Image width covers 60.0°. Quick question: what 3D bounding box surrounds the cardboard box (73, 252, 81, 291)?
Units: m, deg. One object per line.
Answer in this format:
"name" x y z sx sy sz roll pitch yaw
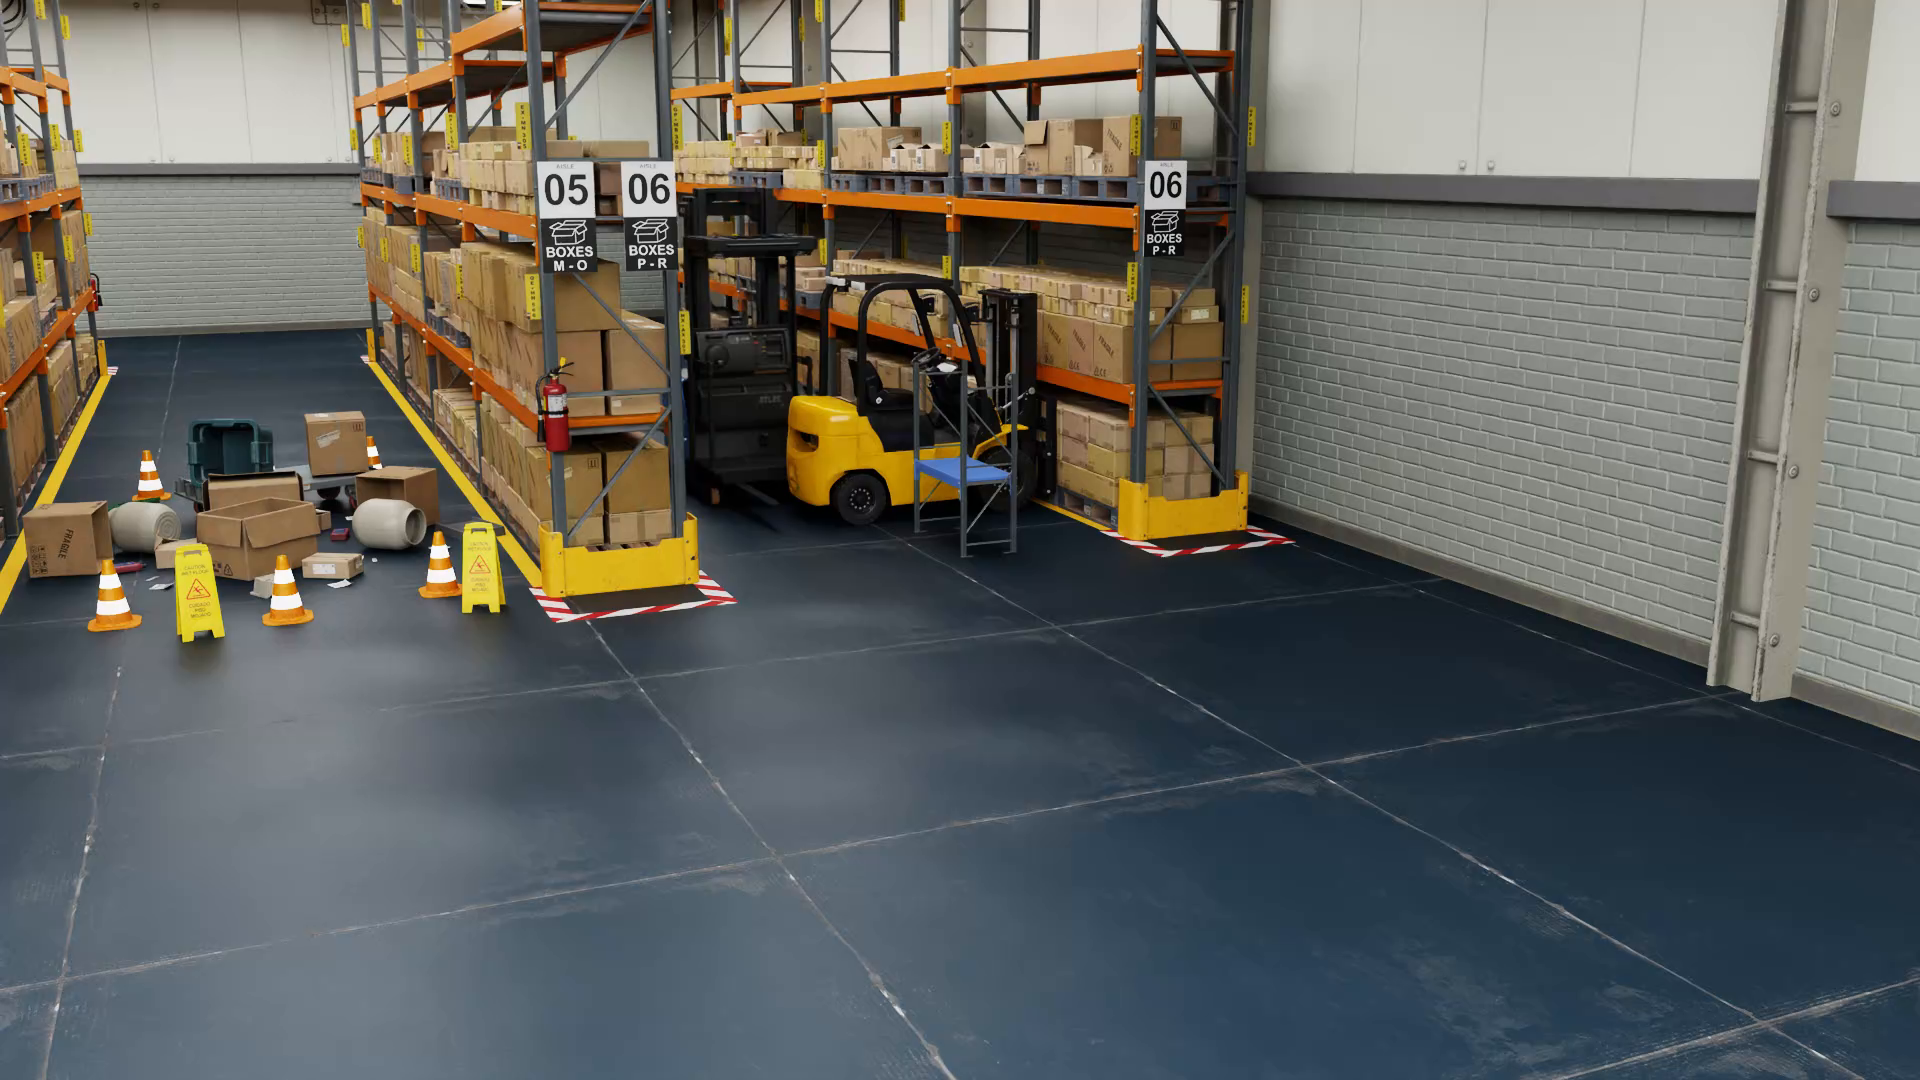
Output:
"cardboard box" -12.229 -3.634 22.539 0.500 0.500 0.500 -6 14 -24

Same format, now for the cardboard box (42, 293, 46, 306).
"cardboard box" -10.916 -2.801 19.444 0.380 0.149 0.250 -6 14 -25

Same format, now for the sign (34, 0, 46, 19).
"sign" -11.382 -6.613 20.562 0.100 0.325 0.005 -6 14 -23

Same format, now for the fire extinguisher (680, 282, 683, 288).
"fire extinguisher" -4.931 -4.619 28.675 0.296 0.674 0.183 -6 14 -23

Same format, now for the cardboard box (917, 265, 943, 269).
"cardboard box" -0.296 -3.198 19.873 0.380 0.149 0.250 -5 14 -21

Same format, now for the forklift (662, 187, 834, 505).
"forklift" -2.007 -1.868 15.941 1.130 2.935 3.031 -6 14 -24

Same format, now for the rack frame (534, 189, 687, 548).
"rack frame" -2.586 -1.095 12.450 1.000 3.000 0.127 -6 14 -23

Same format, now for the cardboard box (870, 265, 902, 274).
"cardboard box" -0.860 -3.204 19.900 0.380 0.149 0.250 -5 14 -22

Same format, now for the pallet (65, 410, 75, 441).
"pallet" -11.082 -1.335 19.670 1.003 0.211 1.213 -6 14 -23

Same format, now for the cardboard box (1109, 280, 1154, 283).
"cardboard box" 1.615 -2.358 15.585 0.380 0.149 0.250 -5 14 -21

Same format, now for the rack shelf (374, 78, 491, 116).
"rack shelf" -6.592 -5.539 20.827 1.077 0.370 4.000 -6 14 -23

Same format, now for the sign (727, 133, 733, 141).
"sign" -3.932 -6.789 28.434 0.100 0.325 0.005 -6 14 -23

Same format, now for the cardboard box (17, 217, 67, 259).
"cardboard box" -11.846 -3.903 21.481 0.500 0.500 0.500 -5 14 -22

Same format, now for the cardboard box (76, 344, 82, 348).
"cardboard box" -12.439 -2.627 23.141 0.380 0.149 0.250 -6 14 -23

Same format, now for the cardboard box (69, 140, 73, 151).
"cardboard box" -13.088 -5.717 24.106 0.380 0.149 0.250 -6 14 -23

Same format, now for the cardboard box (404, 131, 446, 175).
"cardboard box" -6.080 -4.529 19.472 0.797 0.503 0.637 -7 15 -26

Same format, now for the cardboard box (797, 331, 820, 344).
"cardboard box" -2.041 -2.801 22.995 0.380 0.149 0.250 -6 14 -24

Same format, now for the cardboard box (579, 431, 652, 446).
"cardboard box" -2.879 -0.630 13.942 0.500 0.500 0.500 -6 14 -25

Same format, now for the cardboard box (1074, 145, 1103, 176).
"cardboard box" 1.249 -3.390 14.857 0.396 0.266 0.258 -6 14 -23

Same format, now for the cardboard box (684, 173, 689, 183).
"cardboard box" -4.312 -5.935 27.266 0.380 0.149 0.250 -5 14 -22

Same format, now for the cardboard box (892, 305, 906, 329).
"cardboard box" -0.461 -2.587 19.228 0.500 0.250 0.500 -6 14 -23

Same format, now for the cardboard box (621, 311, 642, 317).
"cardboard box" -2.937 -1.624 13.852 0.500 0.500 0.500 -6 14 -24

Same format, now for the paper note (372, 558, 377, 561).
"paper note" -4.806 0.162 13.649 0.032 0.001 0.123 -6 14 -23

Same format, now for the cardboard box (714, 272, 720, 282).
"cardboard box" -3.664 -4.155 26.226 0.380 0.149 0.250 -6 14 -24

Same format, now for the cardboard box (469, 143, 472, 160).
"cardboard box" -4.133 -3.448 14.753 0.380 0.149 0.250 -6 14 -25

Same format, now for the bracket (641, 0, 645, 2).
"bracket" -6.144 -10.708 32.697 0.235 0.232 0.430 -6 14 -23

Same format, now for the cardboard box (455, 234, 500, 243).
"cardboard box" -5.764 -3.408 20.003 0.500 0.500 0.500 -6 14 -25

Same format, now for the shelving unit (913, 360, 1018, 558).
"shelving unit" 0.034 -0.713 14.125 0.538 1.500 1.048 -6 14 -23

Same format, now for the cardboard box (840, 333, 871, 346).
"cardboard box" -1.422 -2.737 22.719 0.380 0.149 0.250 -5 14 -22

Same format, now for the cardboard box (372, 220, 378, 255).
"cardboard box" -8.437 -4.497 24.709 0.500 0.500 0.500 -6 14 -23

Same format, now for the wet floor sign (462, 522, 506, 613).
"wet floor sign" -3.490 0.188 12.129 0.267 0.644 0.232 -1 13 -4

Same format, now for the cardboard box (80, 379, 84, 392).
"cardboard box" -11.740 -2.027 21.865 0.380 0.149 0.250 -6 14 -25

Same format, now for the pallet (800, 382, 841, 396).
"pallet" -1.509 -1.996 22.528 1.003 0.211 1.213 -6 14 -23

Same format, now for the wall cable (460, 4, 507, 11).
"wall cable" -8.274 -8.803 32.365 2.988 3.039 0.133 -6 14 -23

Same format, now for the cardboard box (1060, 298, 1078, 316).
"cardboard box" 1.148 -2.168 15.424 0.380 0.149 0.250 -6 14 -25

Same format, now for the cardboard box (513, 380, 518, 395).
"cardboard box" -3.508 -1.289 13.843 0.380 0.149 0.250 -6 14 -24

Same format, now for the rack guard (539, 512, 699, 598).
"rack guard" -2.617 0.107 12.800 1.175 0.500 0.348 -6 14 -23

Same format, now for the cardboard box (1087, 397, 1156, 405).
"cardboard box" 1.547 -1.220 15.939 0.500 0.250 0.500 -6 14 -23

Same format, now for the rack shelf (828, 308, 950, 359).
"rack shelf" -0.443 -2.434 19.828 1.077 0.370 4.000 -6 14 -23

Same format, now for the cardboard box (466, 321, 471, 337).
"cardboard box" -4.647 -2.085 16.354 0.380 0.149 0.250 -5 14 -22

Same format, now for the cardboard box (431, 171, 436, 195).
"cardboard box" -5.718 -4.011 18.693 0.396 0.266 0.258 -6 14 -23

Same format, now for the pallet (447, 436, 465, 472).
"pallet" -4.994 -0.976 18.121 1.003 0.211 1.213 -6 14 -23

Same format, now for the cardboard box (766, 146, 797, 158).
"cardboard box" -2.458 -5.347 22.911 0.380 0.149 0.250 -6 14 -23

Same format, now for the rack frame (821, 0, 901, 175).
"rack frame" -1.244 -6.120 20.856 1.000 3.000 0.127 -6 14 -23

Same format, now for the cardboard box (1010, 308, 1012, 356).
"cardboard box" 0.724 -2.094 16.542 0.500 0.500 0.500 -6 14 -24

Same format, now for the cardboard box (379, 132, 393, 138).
"cardboard box" -7.963 -5.615 23.945 0.797 0.503 0.637 -4 14 -19

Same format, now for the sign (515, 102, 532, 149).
"sign" -3.103 -2.942 11.814 0.100 0.325 0.005 -6 14 -23

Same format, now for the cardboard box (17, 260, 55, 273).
"cardboard box" -11.548 -3.413 20.772 0.380 0.149 0.250 -5 14 -20

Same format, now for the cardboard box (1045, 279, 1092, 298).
"cardboard box" 1.021 -2.364 15.611 0.380 0.149 0.250 -5 14 -22

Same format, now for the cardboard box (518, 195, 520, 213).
"cardboard box" -3.190 -2.589 12.810 0.380 0.149 0.250 -5 14 -21

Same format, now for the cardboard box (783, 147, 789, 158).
"cardboard box" -2.173 -5.237 22.482 0.380 0.149 0.250 -6 14 -23

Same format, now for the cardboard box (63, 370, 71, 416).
"cardboard box" -10.954 -1.751 19.895 0.500 0.500 0.500 -6 14 -24

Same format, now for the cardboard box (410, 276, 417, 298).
"cardboard box" -6.426 -3.101 20.342 0.500 0.250 0.500 -6 14 -24

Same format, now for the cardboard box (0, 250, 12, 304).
"cardboard box" -9.911 -2.618 16.590 0.700 0.500 0.500 -6 14 -24

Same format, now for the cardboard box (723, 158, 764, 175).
"cardboard box" -3.269 -5.634 25.081 0.500 0.250 0.500 -6 14 -23
